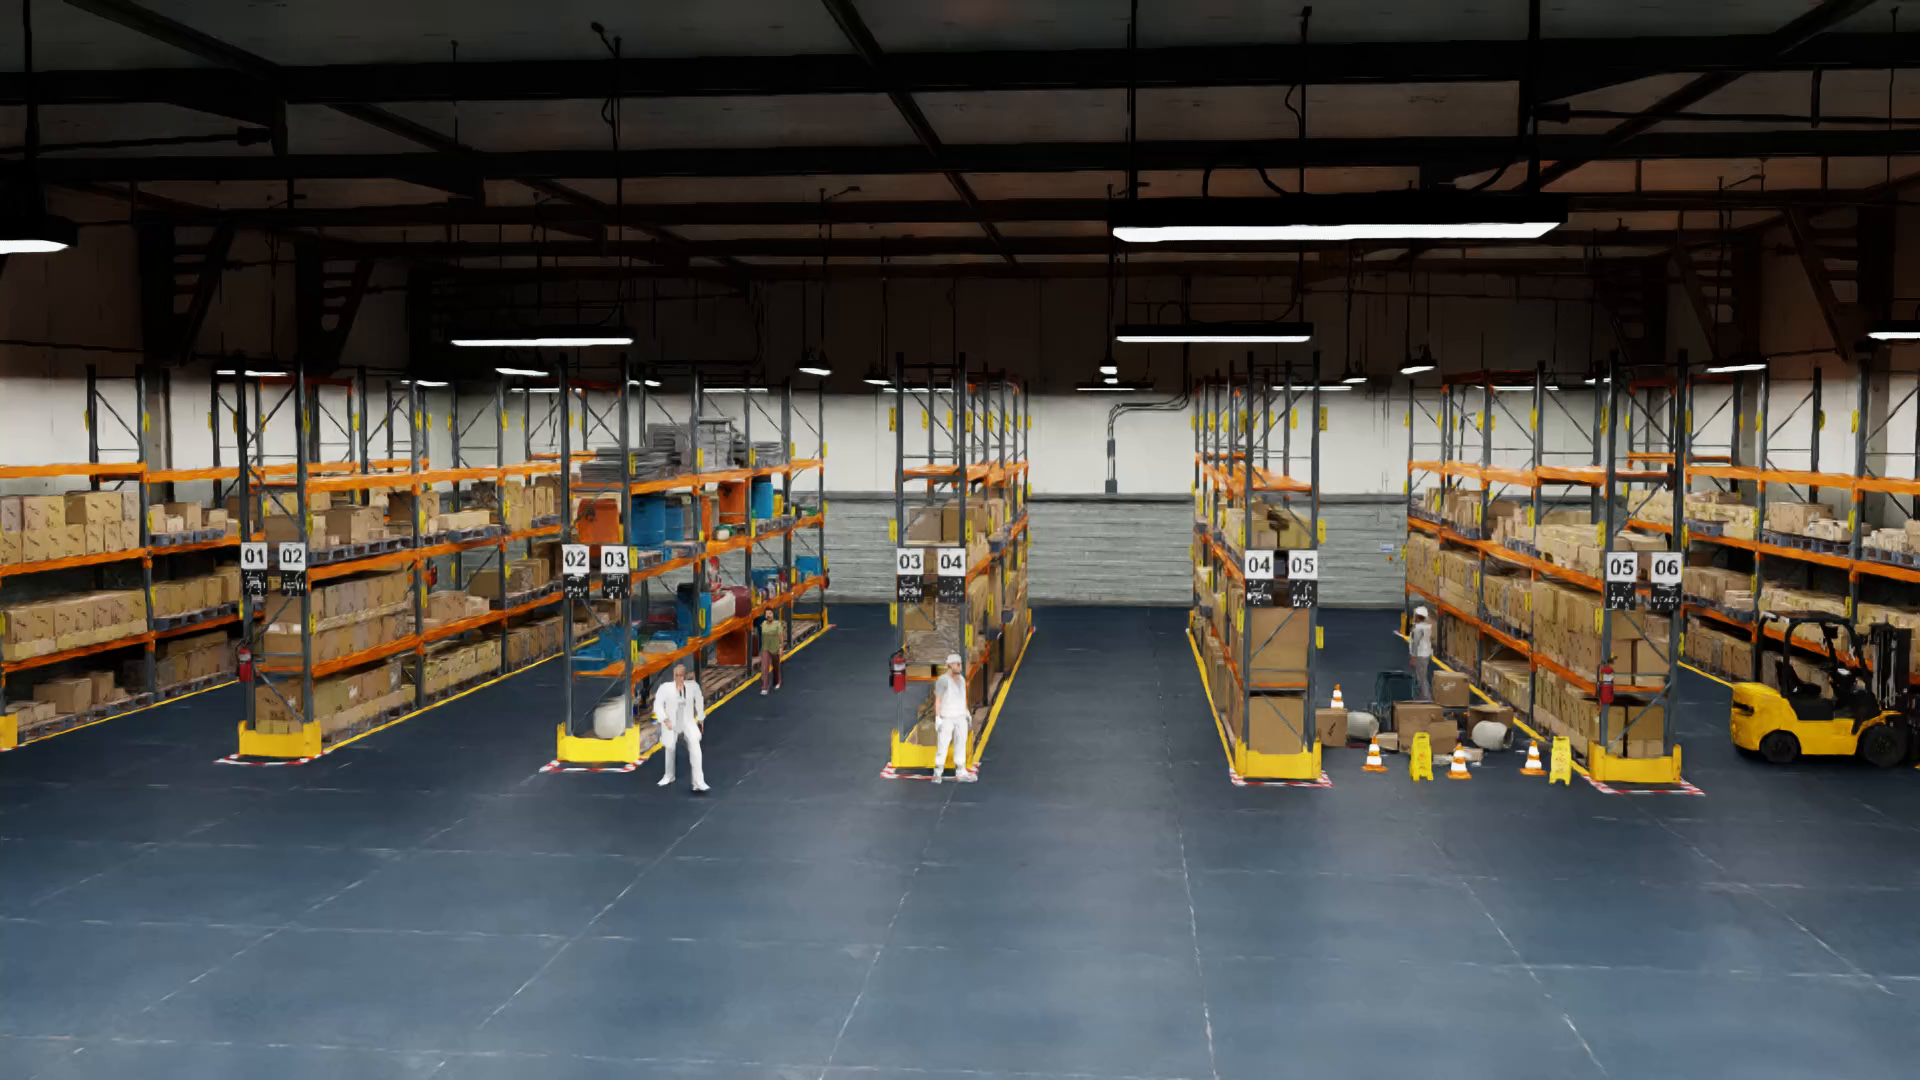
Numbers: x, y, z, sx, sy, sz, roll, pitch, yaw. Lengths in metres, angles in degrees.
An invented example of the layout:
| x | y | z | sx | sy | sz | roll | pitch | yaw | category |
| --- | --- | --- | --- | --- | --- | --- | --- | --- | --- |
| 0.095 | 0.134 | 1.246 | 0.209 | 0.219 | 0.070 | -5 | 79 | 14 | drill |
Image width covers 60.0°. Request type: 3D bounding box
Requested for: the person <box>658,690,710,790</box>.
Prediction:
| x | y | z | sx | sy | sz | roll | pitch | yaw | category |
| --- | --- | --- | --- | --- | --- | --- | --- | --- | --- |
| -3.778 | 2.698 | 22.667 | 0.681 | 1.372 | 0.888 | -1 | 4 | -11 | person |

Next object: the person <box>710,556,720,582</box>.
| x | y | z | sx | sy | sz | roll | pitch | yaw | category |
| --- | --- | --- | --- | --- | --- | --- | --- | --- | --- |
| -5.842 | 1.253 | 39.475 | 0.360 | 1.732 | 0.550 | -1 | 4 | -15 | person |

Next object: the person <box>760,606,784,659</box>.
| x | y | z | sx | sy | sz | roll | pitch | yaw | category |
| --- | --- | --- | --- | --- | --- | --- | --- | --- | --- |
| -3.452 | 1.687 | 30.587 | 0.458 | 0.950 | 0.425 | 0 | 4 | 4 | person |

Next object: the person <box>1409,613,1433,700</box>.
| x | y | z | sx | sy | sz | roll | pitch | yaw | category |
| --- | --- | --- | --- | --- | --- | --- | --- | --- | --- |
| 8.034 | 2.060 | 29.116 | 0.570 | 1.718 | 0.626 | 3 | 5 | 33 | person |

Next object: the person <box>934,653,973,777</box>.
| x | y | z | sx | sy | sz | roll | pitch | yaw | category |
| --- | --- | --- | --- | --- | --- | --- | --- | --- | --- |
| -0.126 | 2.440 | 23.060 | 0.581 | 1.743 | 0.389 | -4 | 5 | -42 | person |
